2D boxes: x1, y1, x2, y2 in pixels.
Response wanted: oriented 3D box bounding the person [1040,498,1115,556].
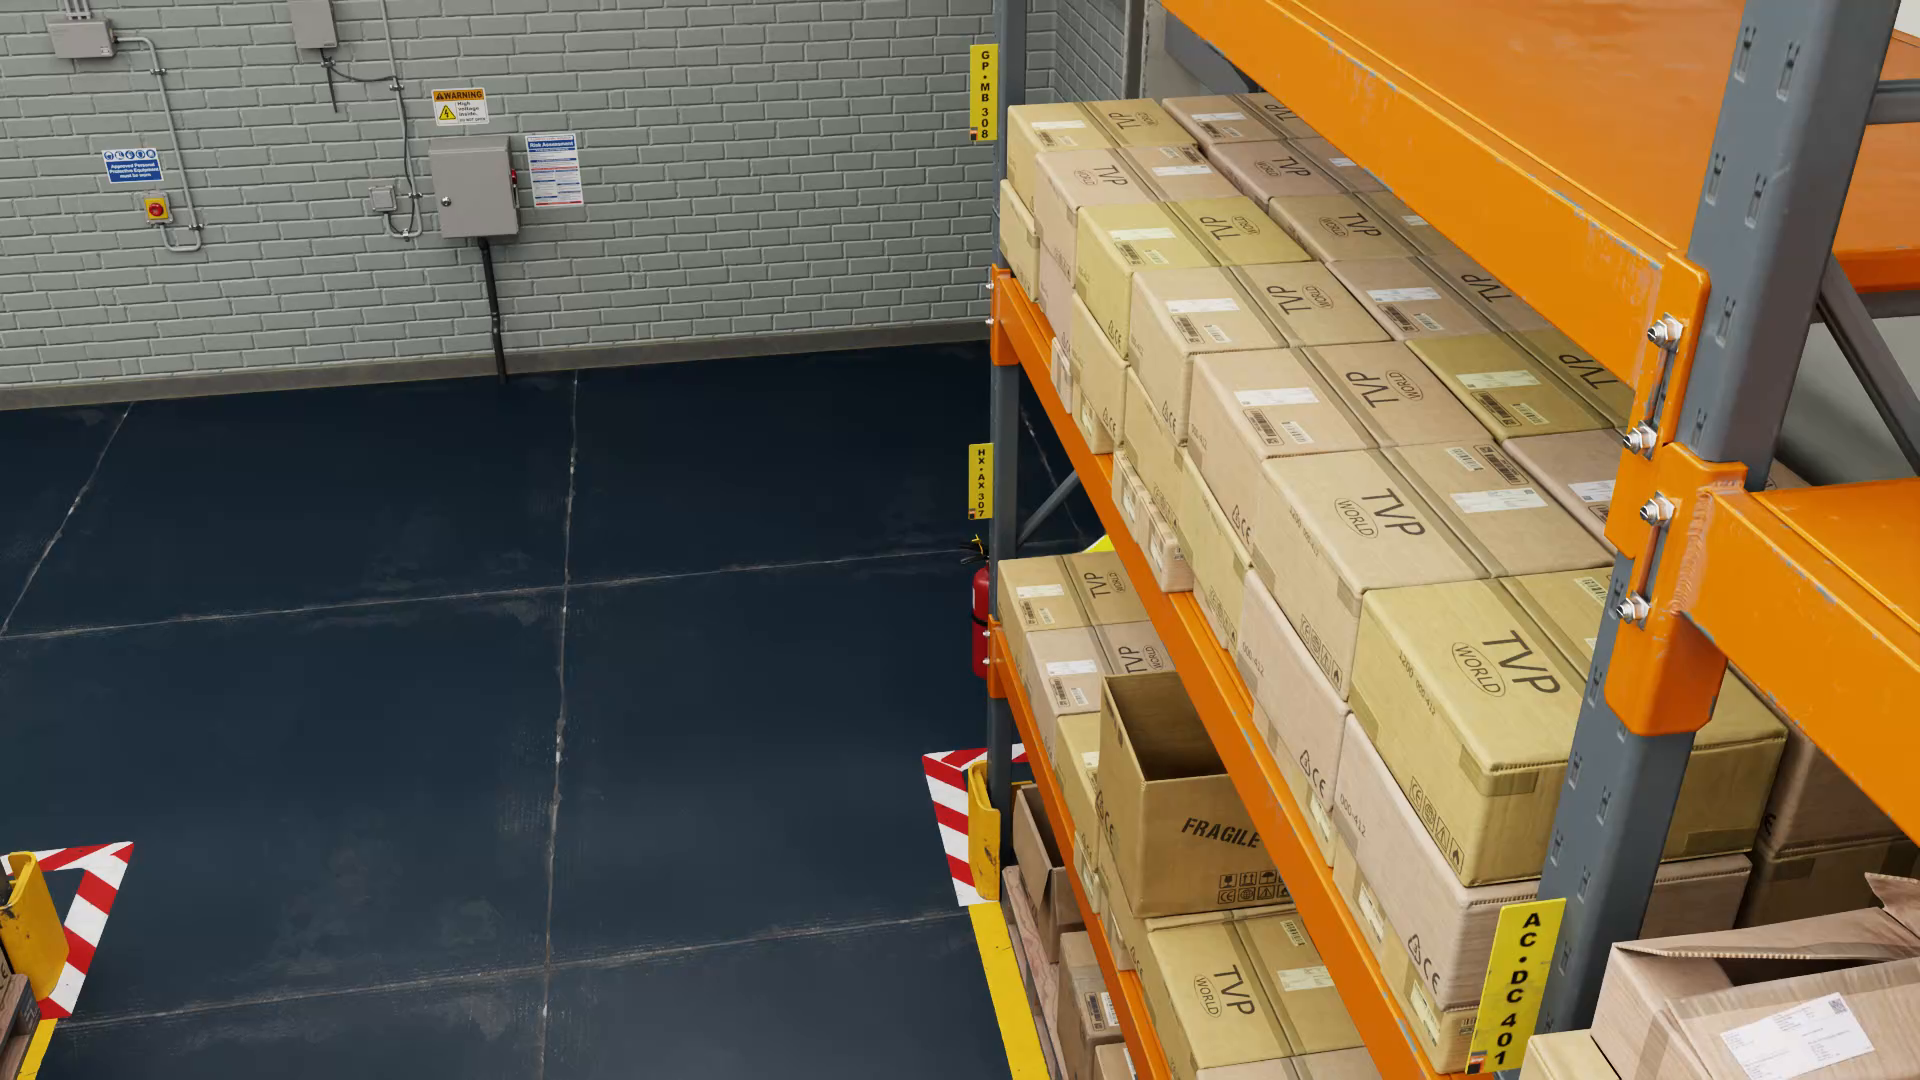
[{"bbox_3d":[0.867,0.227,8.192,0.942,1.293,0.472,-6,31,-10],"label":"person"}]
